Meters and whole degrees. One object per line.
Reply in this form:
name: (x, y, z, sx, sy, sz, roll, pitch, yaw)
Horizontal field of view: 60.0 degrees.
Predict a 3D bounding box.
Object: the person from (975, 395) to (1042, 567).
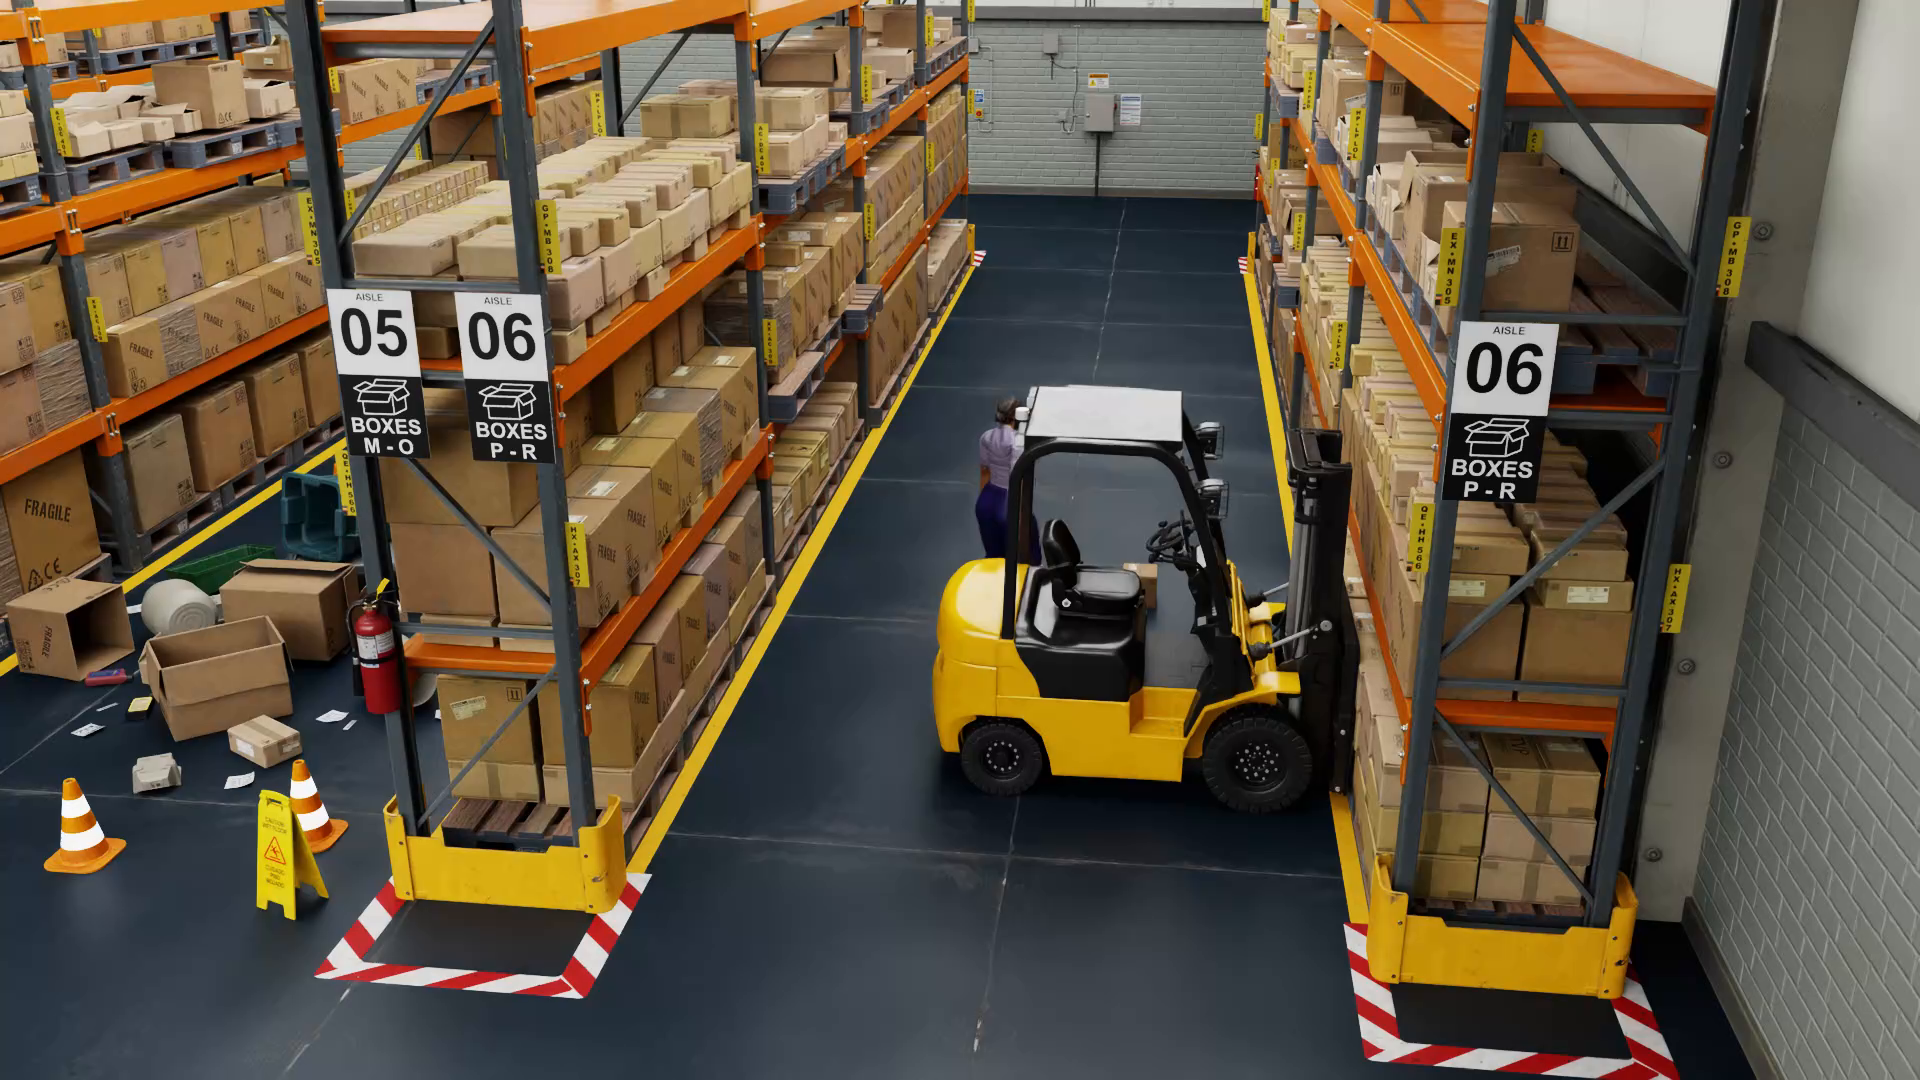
person: (0.291, -0.175, 11.547, 0.477, 1.629, 0.522, -18, 28, -38)
